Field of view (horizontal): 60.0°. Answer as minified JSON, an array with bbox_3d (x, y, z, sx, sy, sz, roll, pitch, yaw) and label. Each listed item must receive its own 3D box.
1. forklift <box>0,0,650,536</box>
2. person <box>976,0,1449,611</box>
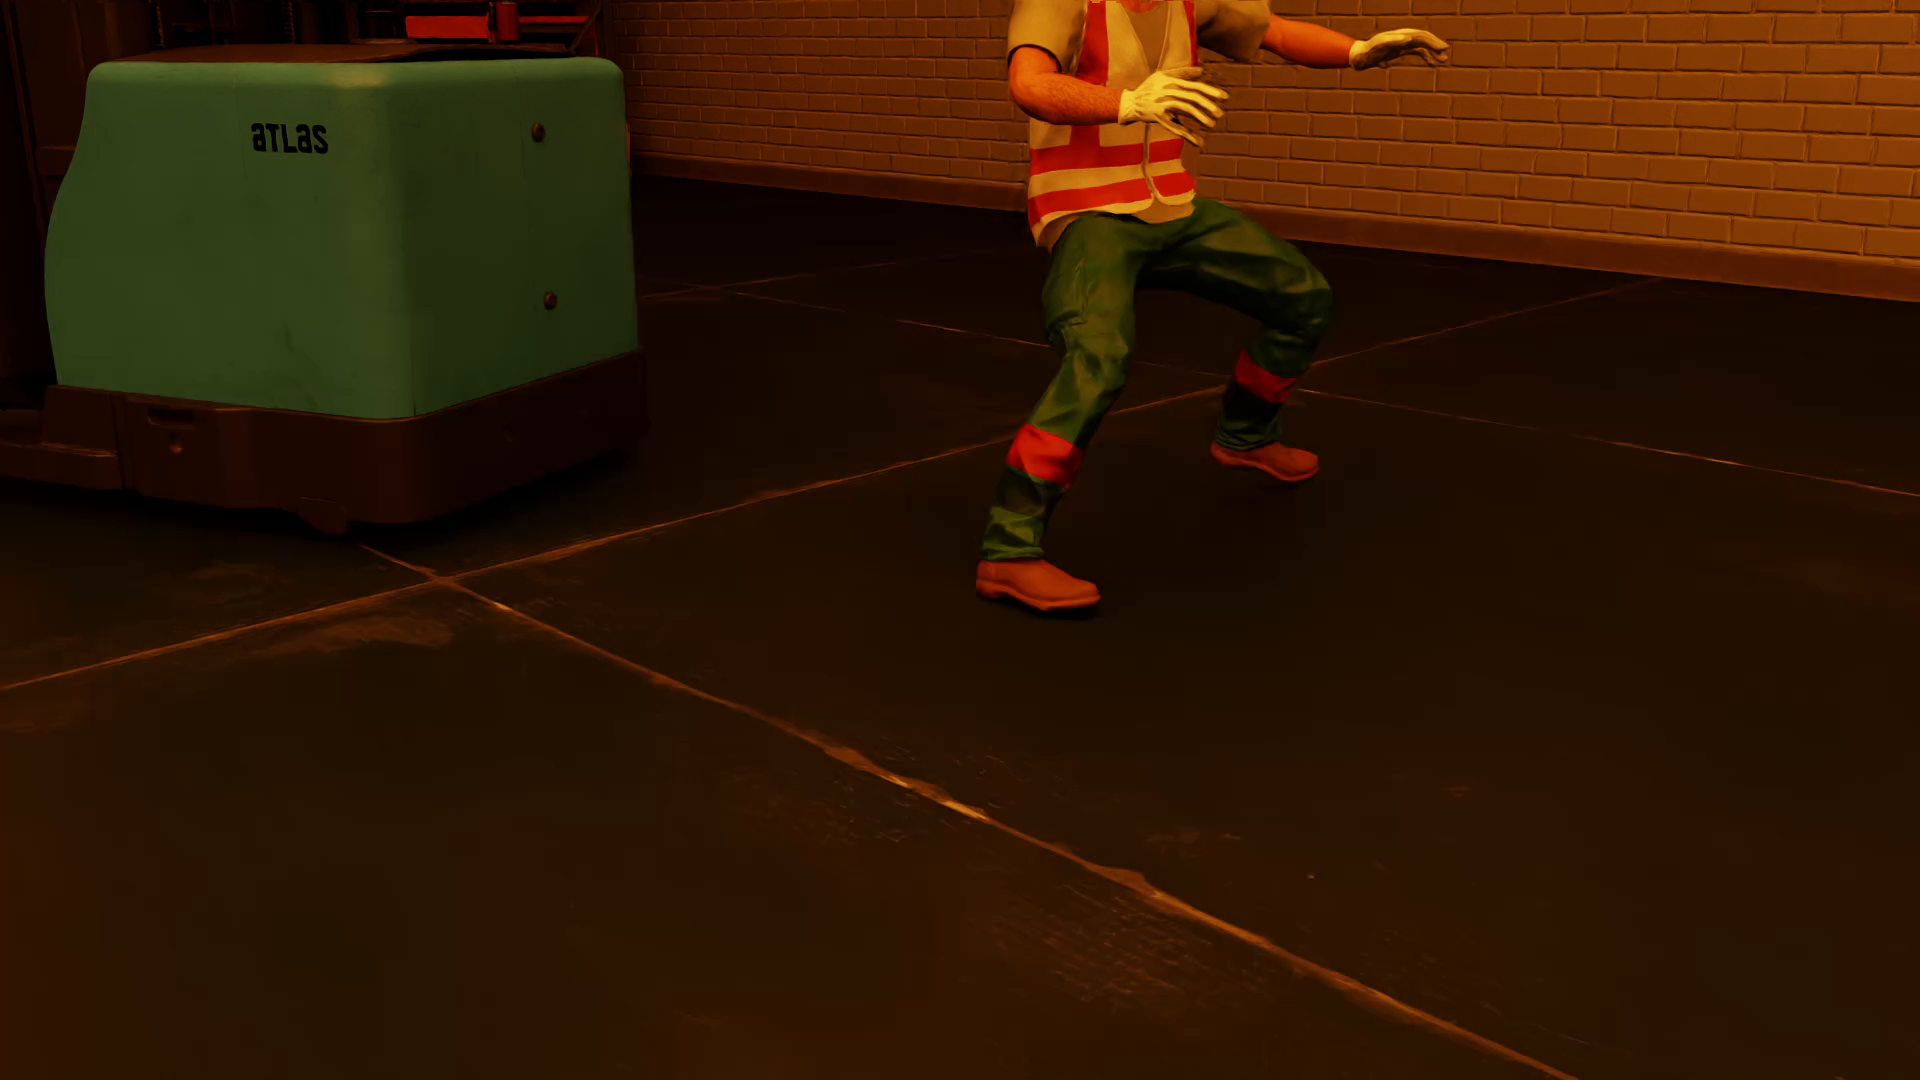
[{"bbox_3d":[-2.426,-1.673,4.346,3.031,2.935,1.130,7,19,22],"label":"forklift"},{"bbox_3d":[0.489,-0.745,3.685,1.229,1.548,0.692,-11,20,-33],"label":"person"}]
